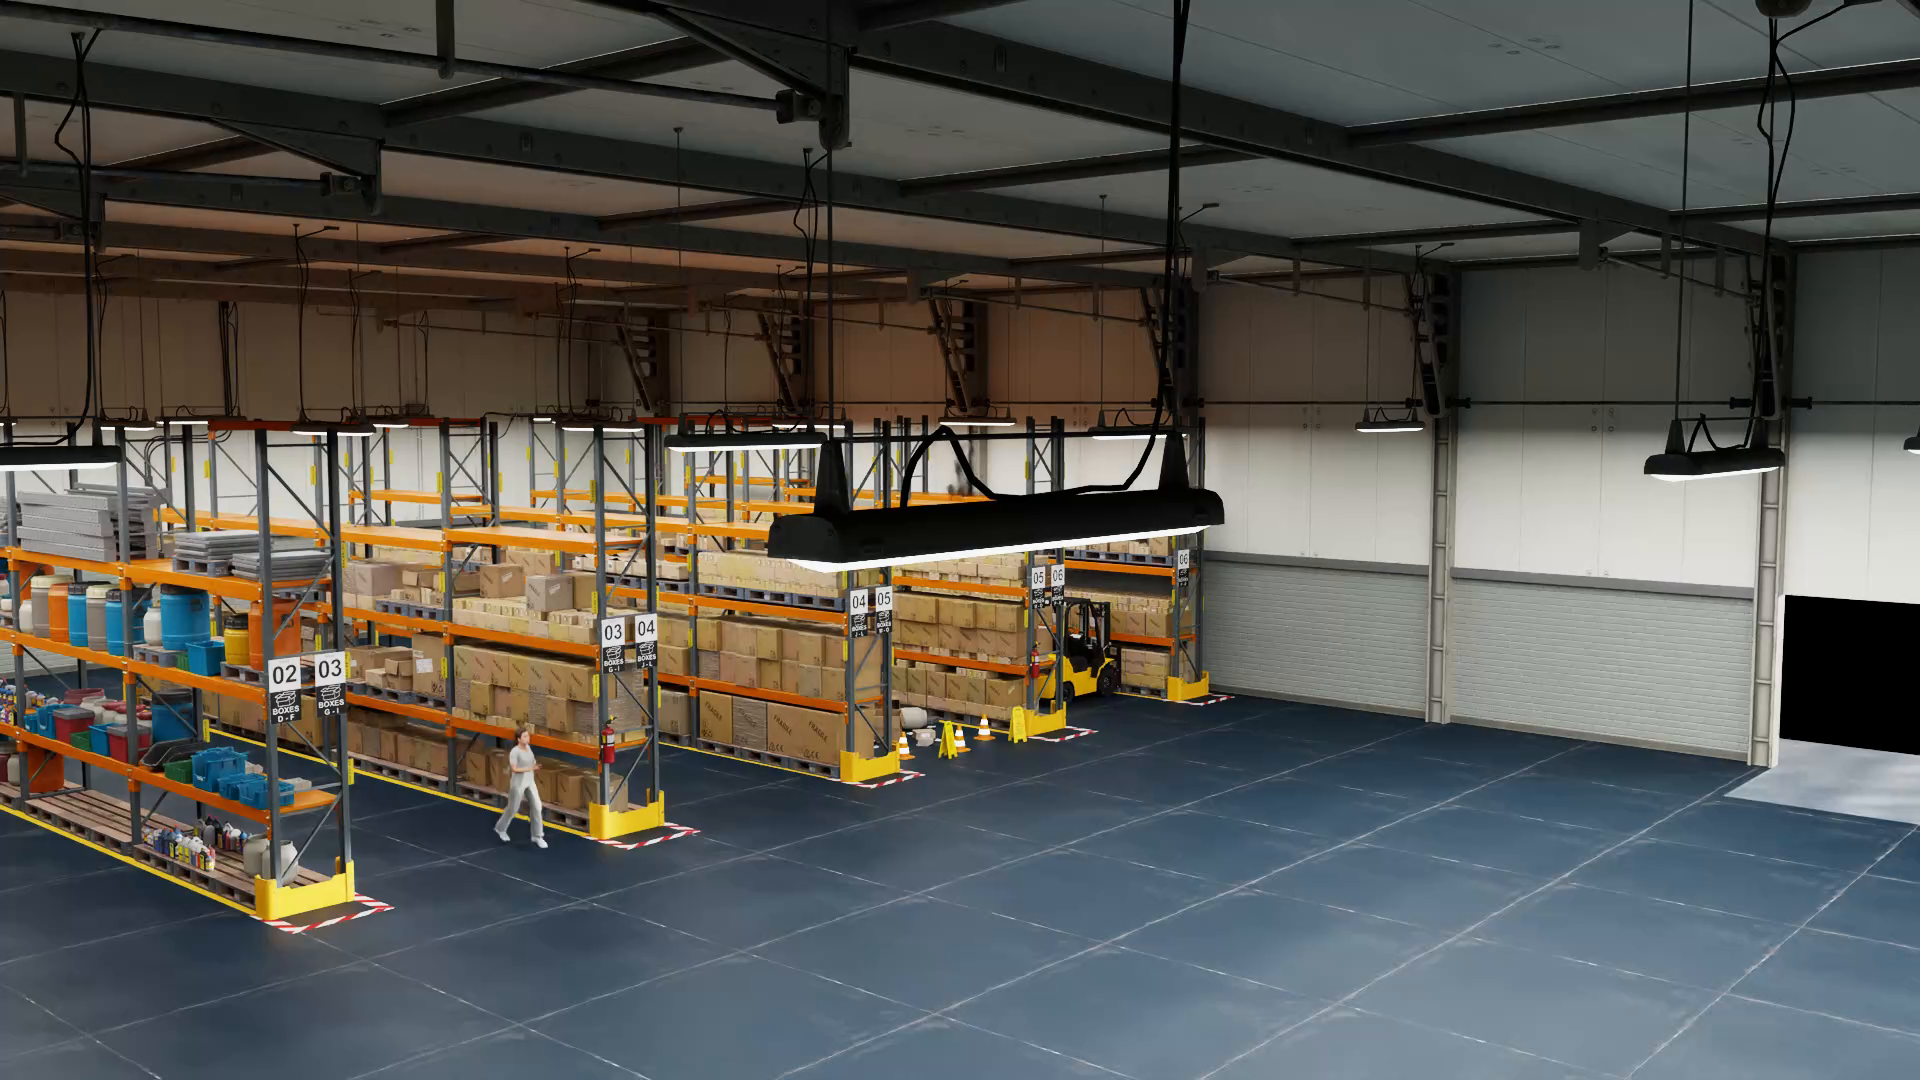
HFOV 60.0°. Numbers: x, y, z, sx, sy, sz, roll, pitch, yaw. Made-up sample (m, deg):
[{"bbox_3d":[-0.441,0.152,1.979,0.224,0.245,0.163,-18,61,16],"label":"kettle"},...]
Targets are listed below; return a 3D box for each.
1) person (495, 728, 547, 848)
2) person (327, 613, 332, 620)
[{"bbox_3d":[-6.262,3.508,23.680,0.909,1.694,0.543,3,5,28],"label":"person"},{"bbox_3d":[-13.919,2.443,36.633,0.856,1.739,0.617,5,7,44],"label":"person"}]
